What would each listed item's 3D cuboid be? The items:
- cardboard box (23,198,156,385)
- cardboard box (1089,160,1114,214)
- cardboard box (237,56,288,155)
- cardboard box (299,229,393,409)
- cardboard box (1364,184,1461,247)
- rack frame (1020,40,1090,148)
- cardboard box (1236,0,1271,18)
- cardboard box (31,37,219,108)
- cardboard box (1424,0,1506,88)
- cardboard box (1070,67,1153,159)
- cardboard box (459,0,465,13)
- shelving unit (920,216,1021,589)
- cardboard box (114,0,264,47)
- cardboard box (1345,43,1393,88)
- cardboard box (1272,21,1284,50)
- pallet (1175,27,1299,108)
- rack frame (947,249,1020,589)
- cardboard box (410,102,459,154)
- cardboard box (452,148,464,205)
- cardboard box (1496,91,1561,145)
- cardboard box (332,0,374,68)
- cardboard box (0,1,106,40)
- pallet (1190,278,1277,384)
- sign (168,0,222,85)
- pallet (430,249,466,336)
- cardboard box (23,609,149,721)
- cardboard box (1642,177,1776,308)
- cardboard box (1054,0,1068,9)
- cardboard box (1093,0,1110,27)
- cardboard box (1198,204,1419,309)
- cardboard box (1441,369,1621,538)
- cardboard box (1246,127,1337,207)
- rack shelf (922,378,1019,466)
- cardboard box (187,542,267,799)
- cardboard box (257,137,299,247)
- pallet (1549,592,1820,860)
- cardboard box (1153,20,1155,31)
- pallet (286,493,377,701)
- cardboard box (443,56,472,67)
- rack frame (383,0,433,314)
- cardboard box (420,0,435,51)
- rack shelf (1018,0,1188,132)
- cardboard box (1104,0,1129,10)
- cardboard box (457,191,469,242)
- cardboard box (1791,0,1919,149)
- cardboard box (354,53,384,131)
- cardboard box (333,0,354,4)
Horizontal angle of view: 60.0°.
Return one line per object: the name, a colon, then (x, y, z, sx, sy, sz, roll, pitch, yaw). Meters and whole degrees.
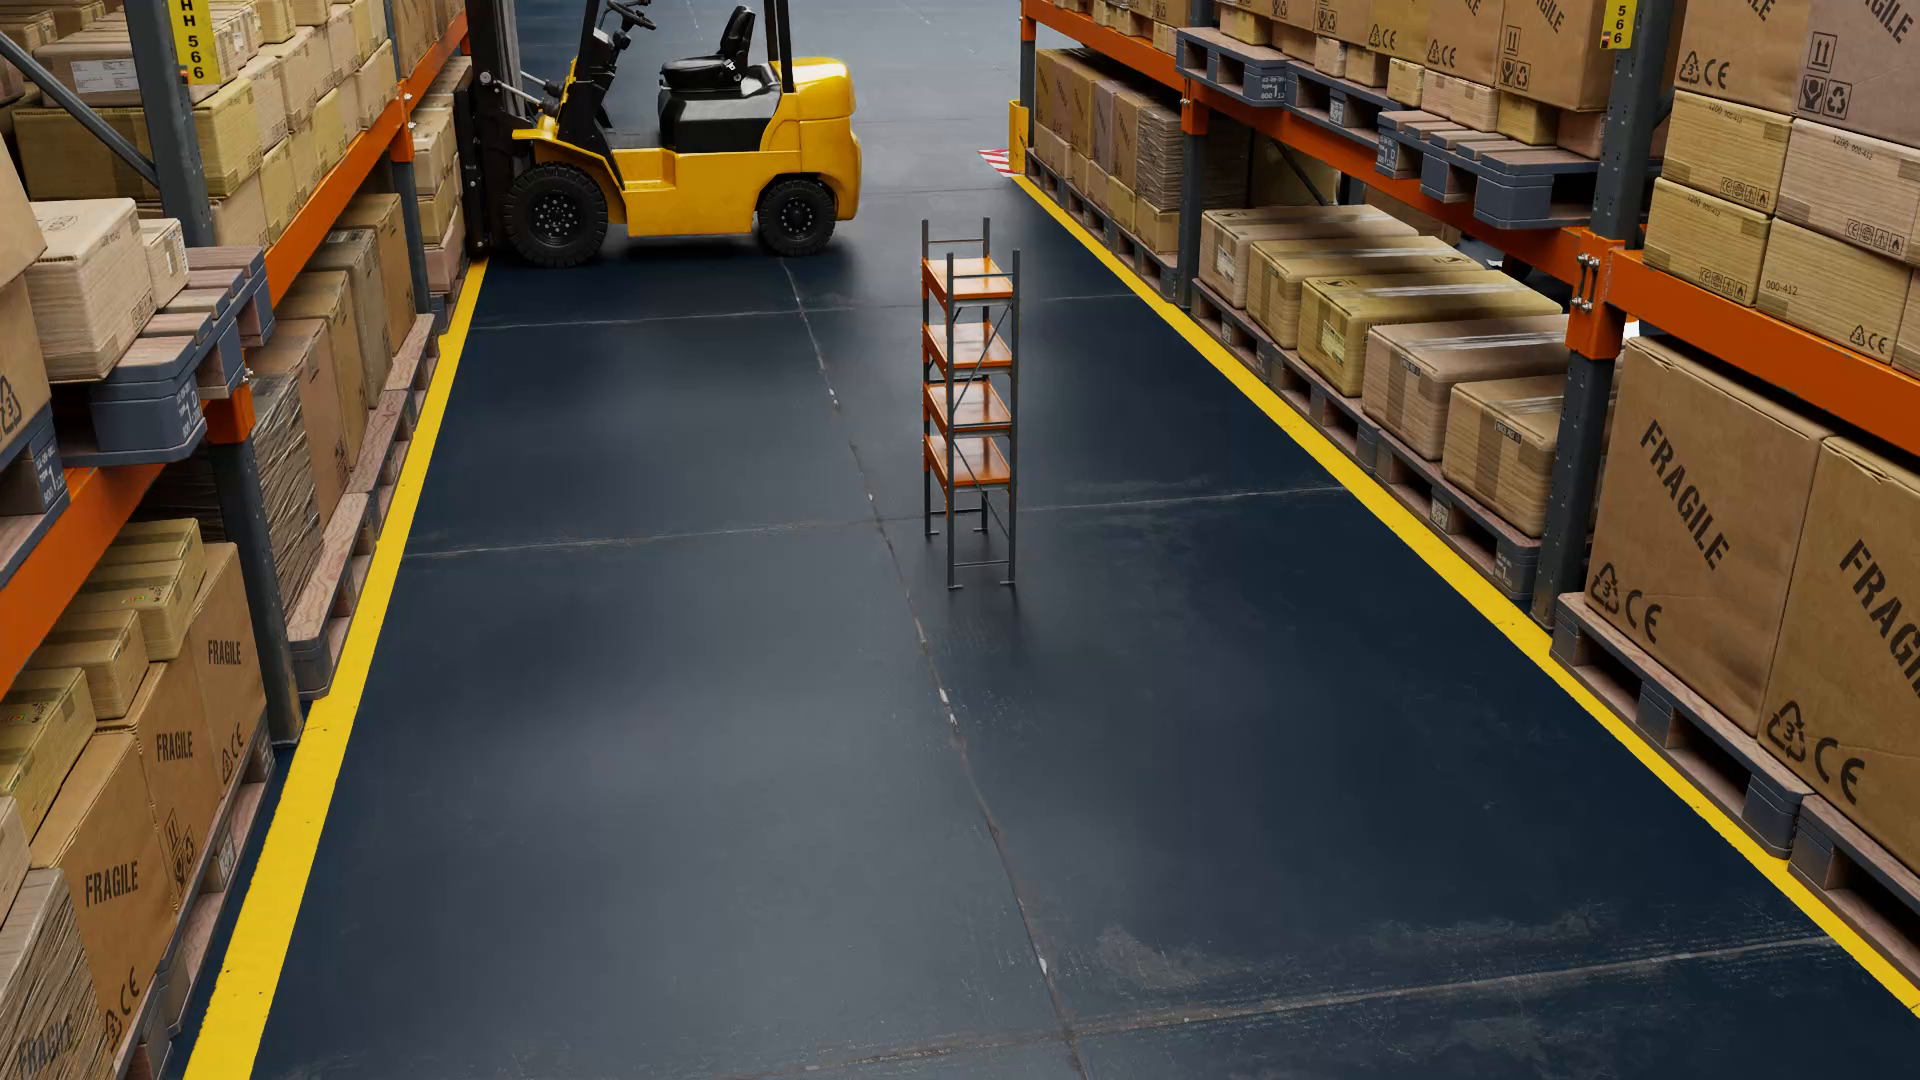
cardboard box: (-1.928, -0.489, 3.286, 0.500, 0.250, 0.500, -5, 24, -12)
cardboard box: (1.125, -2.253, 10.572, 0.500, 0.250, 0.500, -4, 24, -9)
cardboard box: (-2.374, -1.307, 5.057, 0.500, 0.250, 0.500, -4, 24, -8)
cardboard box: (-2.937, -0.924, 7.060, 0.875, 0.625, 0.625, -5, 24, -10)
cardboard box: (2.836, -2.077, 10.377, 0.500, 0.500, 0.500, 13, 27, 27)
rack frame: (0.957, -4.272, 12.284, 1.000, 3.000, 0.127, -4, 24, -10)
cardboard box: (1.595, -2.671, 7.596, 0.500, 0.500, 0.500, -4, 24, -10)
cardboard box: (-2.211, -1.247, 4.422, 0.380, 0.149, 0.250, -4, 24, -8)
cardboard box: (1.973, -1.861, 5.742, 0.500, 0.500, 0.500, -5, 24, -11)
cardboard box: (1.025, -2.798, 10.883, 0.500, 0.500, 0.500, -4, 24, -9)
cardboard box: (-3.571, -3.775, 11.021, 0.500, 0.500, 0.500, -5, 24, -11)
shelving unit: (0.031, -0.485, 5.861, 0.258, 1.200, 0.503, -4, 24, -10)
cardboard box: (-2.470, -1.650, 5.344, 0.380, 0.149, 0.250, -4, 24, -9)
cardboard box: (1.780, -1.918, 6.683, 0.380, 0.149, 0.250, -5, 24, -11)
cardboard box: (1.654, -2.331, 7.628, 0.380, 0.149, 0.250, -3, 24, -6)
pallet: (1.695, -2.300, 8.007, 1.003, 0.211, 1.213, -4, 24, -10)
rack frame: (0.076, -0.389, 5.641, 0.240, 1.200, 0.015, -4, 24, -10)
cardboard box: (-3.150, -2.331, 9.501, 0.500, 0.250, 0.500, -3, 24, -8)
cardboard box: (-3.143, -2.101, 9.600, 0.500, 0.250, 0.500, -5, 24, -10)
cardboard box: (2.024, -1.415, 5.530, 0.380, 0.149, 0.250, -4, 24, -9)
cardboard box: (-2.736, -2.114, 6.906, 0.500, 0.250, 0.500, -5, 24, -11)
cardboard box: (-2.932, -1.614, 5.262, 0.380, 0.149, 0.250, -4, 24, -10)
pallet: (1.842, -1.115, 8.539, 1.003, 0.211, 1.213, -4, 24, -10)
sign: (-1.909, -1.295, 4.120, 0.100, 0.325, 0.005, -4, 24, -10)
pallet: (-3.287, -1.368, 9.119, 1.003, 0.211, 1.213, -4, 24, -10)
cardboard box: (-2.015, 0.286, 3.634, 0.380, 0.149, 0.250, -5, 24, -12)
cardboard box: (2.280, -0.846, 4.626, 0.500, 0.250, 0.500, -5, 24, -11)
cardboard box: (0.848, -3.696, 11.280, 0.380, 0.149, 0.250, -4, 24, -9)
cardboard box: (1.046, -3.288, 10.346, 0.380, 0.149, 0.250, -4, 24, -9)
cardboard box: (1.796, -1.481, 8.652, 0.950, 0.372, 0.625, -4, 24, -9)
cardboard box: (2.342, -0.337, 6.032, 0.950, 0.372, 0.625, -6, 24, -13)
cardboard box: (1.853, -2.227, 9.575, 0.500, 0.500, 0.500, -3, 24, -7)
rack shelf: (0.031, -0.423, 5.888, 0.258, 0.148, 0.480, -4, 24, -10)
cardboard box: (-2.152, 0.347, 4.307, 0.500, 0.500, 0.500, -4, 24, -8)
cardboard box: (-2.371, -1.079, 5.160, 0.500, 0.250, 0.500, -5, 24, -11)
pallet: (2.508, 0.468, 4.915, 1.003, 0.211, 1.213, -4, 24, -10)
cardboard box: (1.313, -2.894, 9.442, 0.380, 0.149, 0.250, -4, 24, -9)
pallet: (-2.555, 0.194, 5.541, 1.003, 0.211, 1.213, -4, 24, -10)
cardboard box: (-3.529, -3.136, 11.344, 0.500, 0.250, 0.500, -4, 24, -8)
rack frame: (-3.181, -2.330, 7.837, 1.000, 3.000, 0.127, -4, 24, -10)
cardboard box: (-3.213, -2.973, 9.183, 0.500, 0.500, 0.500, -5, 24, -10)
rack shelf: (1.327, -3.156, 10.627, 1.077, 0.370, 4.000, -4, 24, -10)
cardboard box: (1.168, -3.443, 9.889, 0.500, 0.500, 0.500, -4, 24, -8)
cardboard box: (-3.164, -1.877, 9.710, 0.500, 0.250, 0.500, -4, 24, -9)
cardboard box: (2.388, -1.223, 3.929, 0.500, 0.500, 0.500, -4, 24, -10)
cardboard box: (-2.732, -1.885, 7.006, 0.500, 0.250, 0.500, -4, 24, -10)
cardboard box: (-2.661, -2.261, 6.744, 0.380, 0.149, 0.250, -5, 24, -11)
